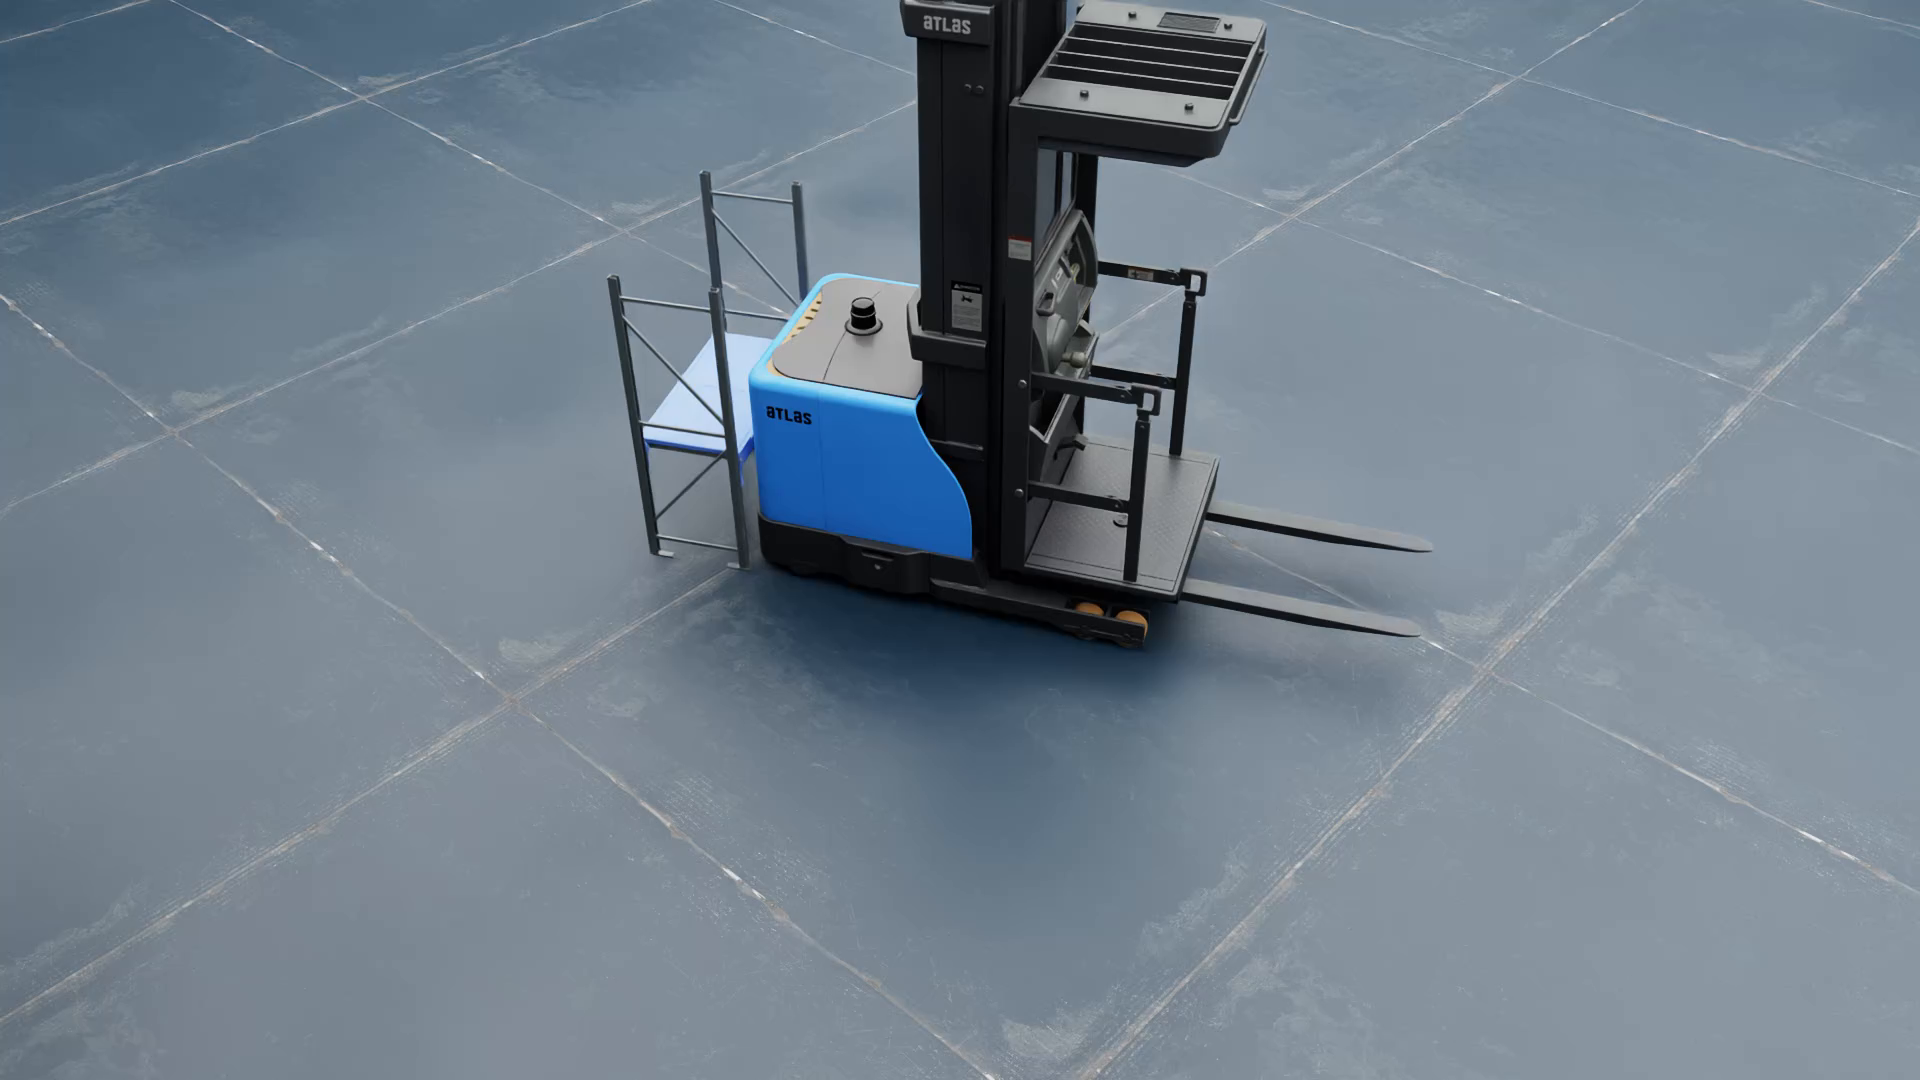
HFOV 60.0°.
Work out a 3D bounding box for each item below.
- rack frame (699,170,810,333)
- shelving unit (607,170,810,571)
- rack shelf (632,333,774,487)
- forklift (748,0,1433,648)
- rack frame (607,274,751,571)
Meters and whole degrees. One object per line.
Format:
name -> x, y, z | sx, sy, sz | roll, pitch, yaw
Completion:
rack frame -> -0.971, -1.100, 8.210 | 0.500, 1.500, 0.032 | 9, 39, 12
shelving unit -> -1.106, -0.795, 7.826 | 0.538, 1.500, 1.048 | 9, 39, 12
rack shelf -> -1.104, -0.654, 7.937 | 0.538, 0.185, 1.000 | 9, 39, 12
forklift -> 0.634, -1.037, 6.983 | 3.031, 2.935, 1.130 | 11, 40, 13
rack frame -> -1.240, -0.490, 7.442 | 0.500, 1.500, 0.032 | 9, 39, 12
